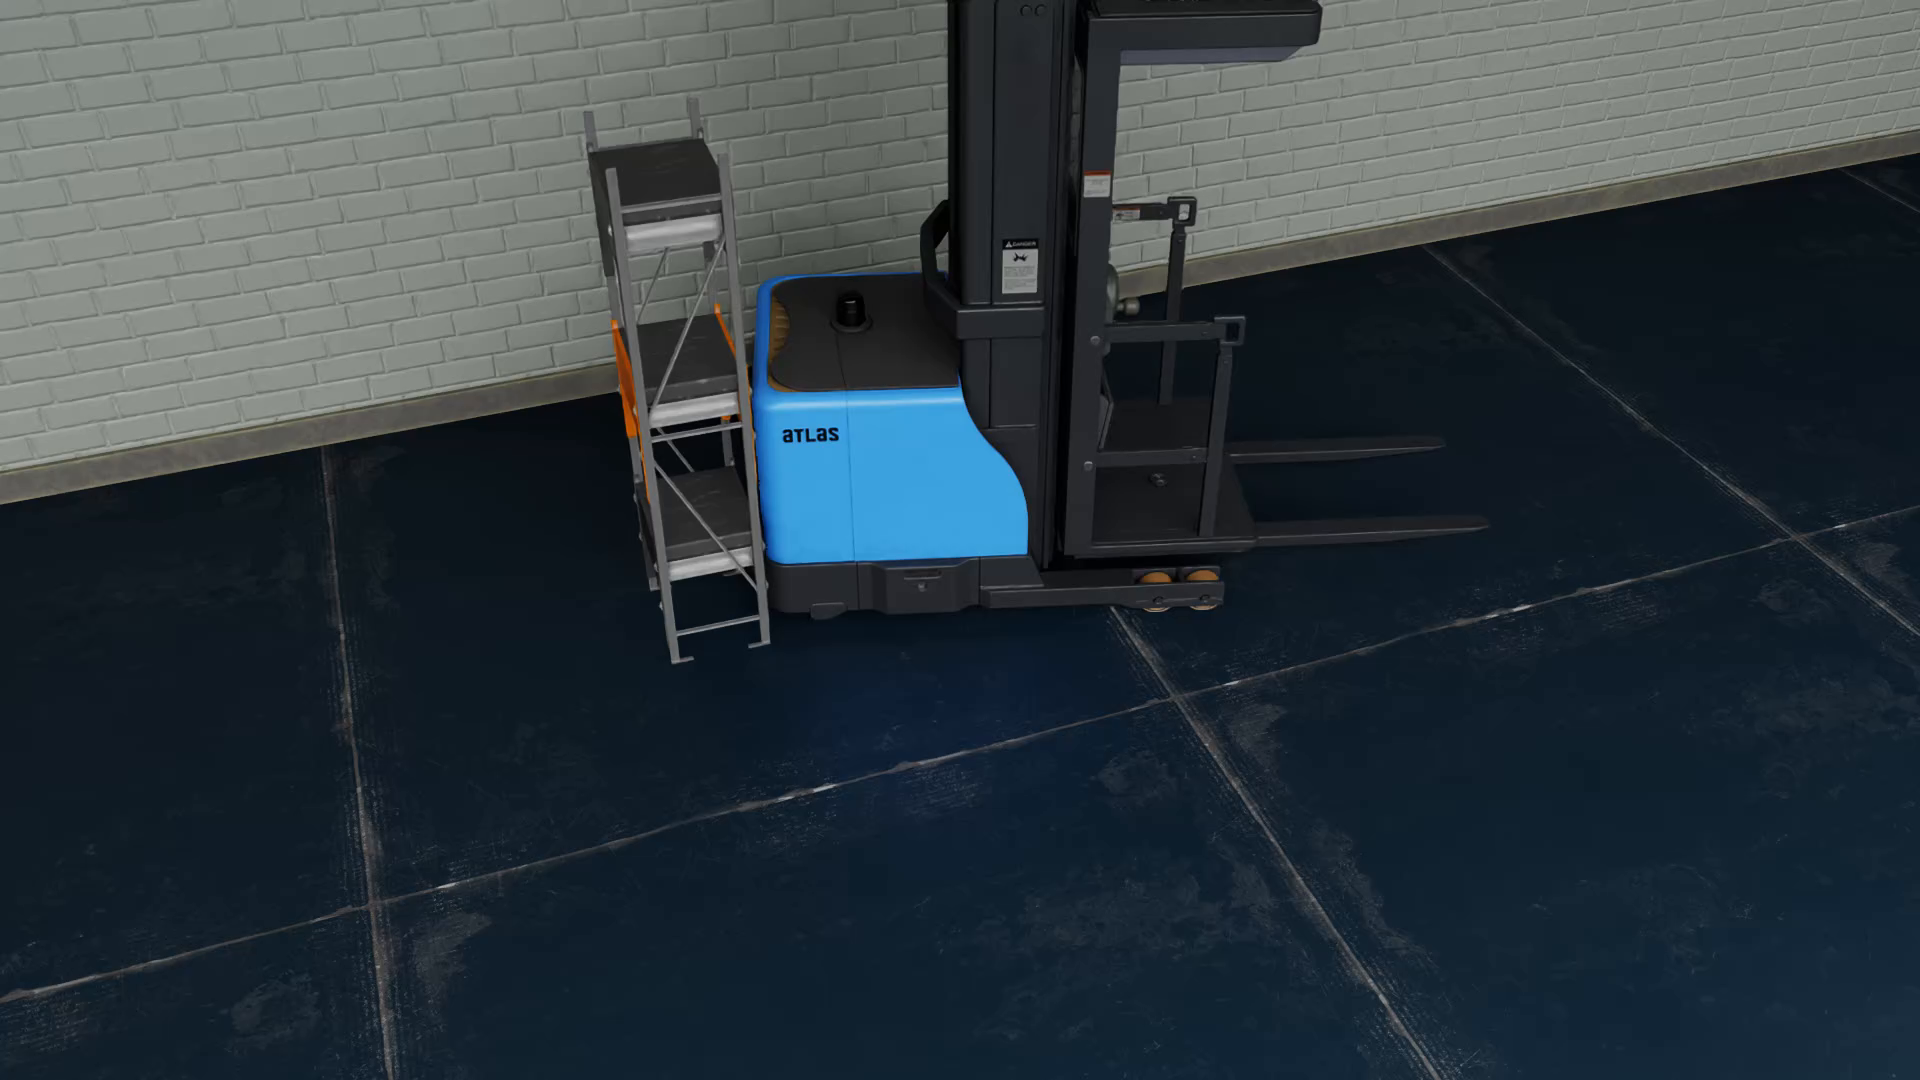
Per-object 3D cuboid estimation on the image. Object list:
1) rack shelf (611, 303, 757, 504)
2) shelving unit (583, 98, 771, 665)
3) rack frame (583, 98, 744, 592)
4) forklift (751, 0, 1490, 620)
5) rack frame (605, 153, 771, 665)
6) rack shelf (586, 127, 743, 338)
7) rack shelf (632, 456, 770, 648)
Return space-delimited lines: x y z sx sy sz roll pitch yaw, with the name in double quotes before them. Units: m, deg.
"rack shelf" -1.029 -0.515 6.210 0.431 0.518 0.480 -11 38 -15
"shelving unit" -1.029 -0.526 6.202 0.431 2.100 0.503 -11 38 -15
"rack frame" -1.106 -0.665 6.387 0.400 2.100 0.015 -11 38 -15
"forklift" 0.686 -1.189 6.393 3.031 2.935 1.130 -2 37 -3
"rack frame" -0.952 -0.387 6.017 0.400 2.100 0.015 -11 38 -15
"rack shelf" -1.027 -1.075 5.789 0.431 0.518 0.480 -11 38 -15
"rack shelf" -1.031 0.044 6.631 0.431 0.518 0.480 -11 38 -15
